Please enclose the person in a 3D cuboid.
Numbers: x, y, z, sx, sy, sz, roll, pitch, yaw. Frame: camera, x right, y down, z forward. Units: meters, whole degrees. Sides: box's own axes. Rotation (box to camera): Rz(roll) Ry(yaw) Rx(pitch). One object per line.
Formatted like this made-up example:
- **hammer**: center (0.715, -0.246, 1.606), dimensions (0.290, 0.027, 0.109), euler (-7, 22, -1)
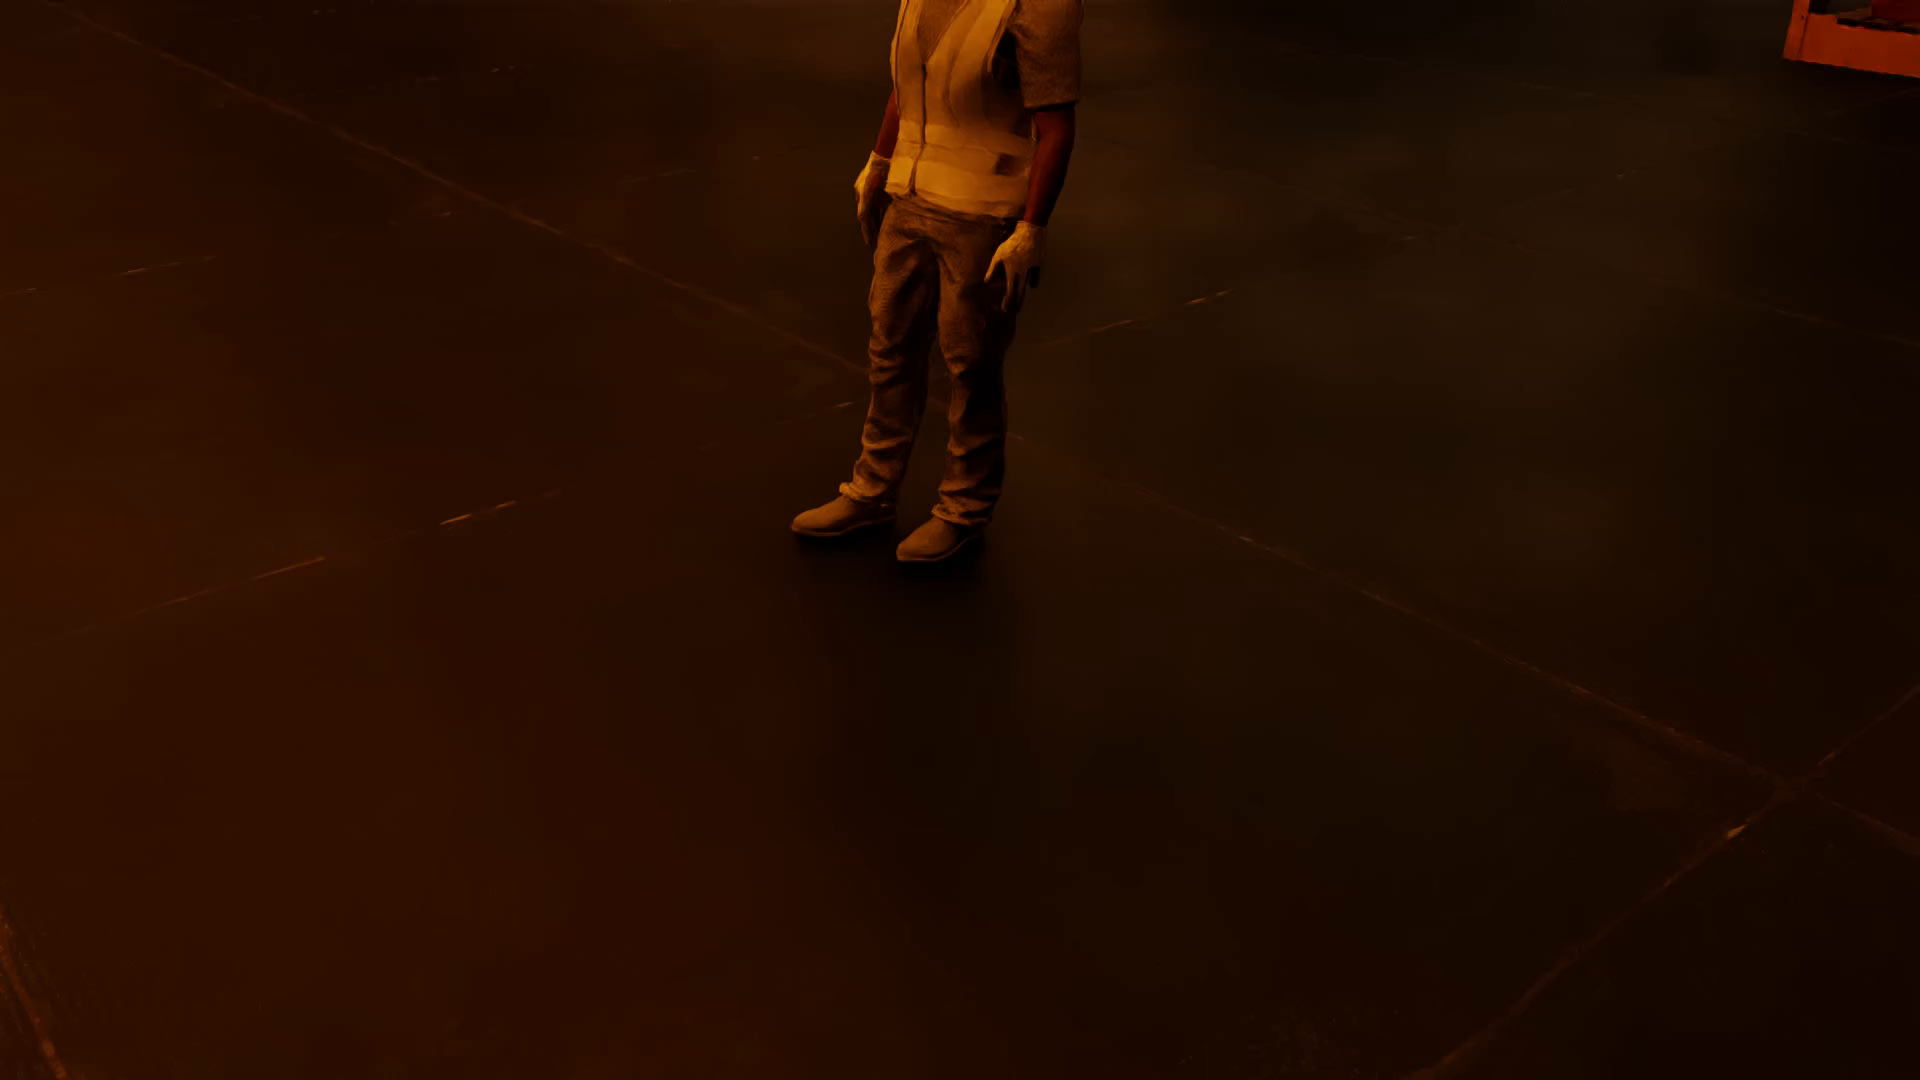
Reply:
- **person**: center (-0.060, -0.787, 4.066), dimensions (0.576, 1.782, 0.655), euler (-20, 33, -35)
